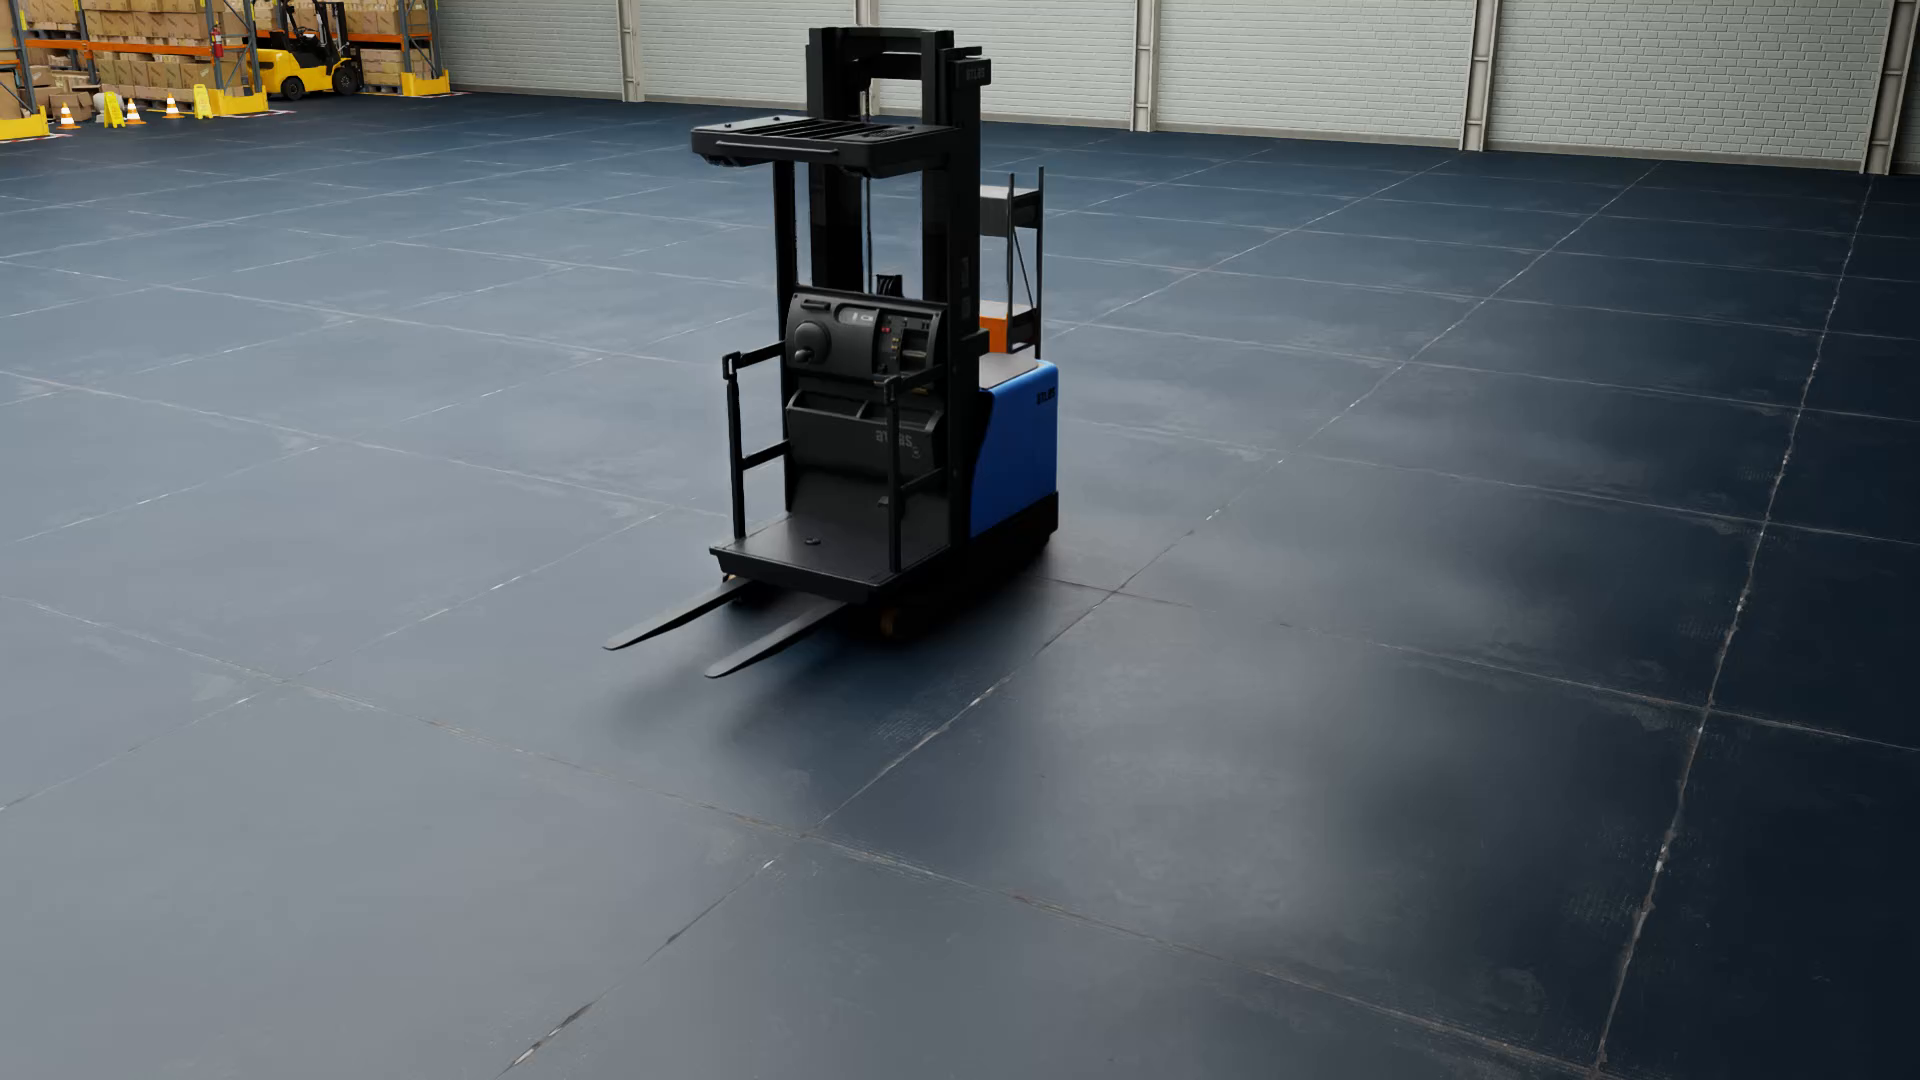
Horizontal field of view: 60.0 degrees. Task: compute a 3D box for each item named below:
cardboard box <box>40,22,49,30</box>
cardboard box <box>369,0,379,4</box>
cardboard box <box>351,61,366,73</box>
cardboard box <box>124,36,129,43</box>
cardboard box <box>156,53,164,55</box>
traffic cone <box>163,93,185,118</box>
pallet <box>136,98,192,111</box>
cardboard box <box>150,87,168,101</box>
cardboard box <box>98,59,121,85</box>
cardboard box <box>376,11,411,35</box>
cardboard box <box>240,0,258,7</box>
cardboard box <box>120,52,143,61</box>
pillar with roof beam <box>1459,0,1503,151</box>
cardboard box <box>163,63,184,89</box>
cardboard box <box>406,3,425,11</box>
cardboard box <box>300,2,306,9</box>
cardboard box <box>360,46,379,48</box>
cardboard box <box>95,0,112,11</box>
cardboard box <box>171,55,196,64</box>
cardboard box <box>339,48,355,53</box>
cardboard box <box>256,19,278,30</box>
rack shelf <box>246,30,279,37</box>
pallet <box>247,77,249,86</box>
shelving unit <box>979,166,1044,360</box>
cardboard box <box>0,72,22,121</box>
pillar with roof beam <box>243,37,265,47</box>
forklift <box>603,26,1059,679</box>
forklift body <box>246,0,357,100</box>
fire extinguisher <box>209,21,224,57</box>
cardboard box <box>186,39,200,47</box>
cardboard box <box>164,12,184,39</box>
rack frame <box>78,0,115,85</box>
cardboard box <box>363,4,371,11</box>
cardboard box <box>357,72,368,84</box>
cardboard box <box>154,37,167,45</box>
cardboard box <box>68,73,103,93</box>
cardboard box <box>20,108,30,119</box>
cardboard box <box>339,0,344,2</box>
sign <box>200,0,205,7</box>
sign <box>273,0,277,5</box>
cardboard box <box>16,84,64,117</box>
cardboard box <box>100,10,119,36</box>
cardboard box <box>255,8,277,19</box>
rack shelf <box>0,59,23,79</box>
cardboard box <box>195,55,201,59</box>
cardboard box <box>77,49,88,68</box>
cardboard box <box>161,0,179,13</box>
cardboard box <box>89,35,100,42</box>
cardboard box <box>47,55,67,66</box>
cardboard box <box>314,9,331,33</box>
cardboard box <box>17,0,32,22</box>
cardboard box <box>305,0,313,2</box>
[{"bbox_3d":[-19.346,-10.971,35.462,0.250,0.149,0.380,11,23,28],"label":"cardboard box"},{"bbox_3d":[-13.052,-12.134,37.383,0.250,0.149,0.380,11,23,28],"label":"cardboard box"},{"bbox_3d":[-13.636,-10.872,38.122,0.500,0.250,0.500,10,22,26],"label":"cardboard box"},{"bbox_3d":[-17.016,-10.351,34.370,0.250,0.149,0.380,11,23,27],"label":"cardboard box"},{"bbox_3d":[-19.623,-11.937,41.425,0.500,0.500,0.500,12,23,29],"label":"cardboard box"},{"bbox_3d":[-15.587,-8.595,32.881,0.334,0.463,0.336,11,23,27],"label":"traffic cone"},{"bbox_3d":[-16.401,-9.151,34.782,1.213,0.211,1.003,11,23,27],"label":"pallet"},{"bbox_3d":[-16.327,-9.233,34.336,0.500,0.250,0.500,10,22,25],"label":"cardboard box"},{"bbox_3d":[-17.691,-9.844,34.921,0.500,0.500,0.500,12,23,30],"label":"cardboard box"},{"bbox_3d":[-12.722,-11.629,37.378,0.500,0.500,0.500,10,22,26],"label":"cardboard box"},{"bbox_3d":[-16.780,-12.684,39.336,0.250,0.149,0.380,10,22,26],"label":"cardboard box"},{"bbox_3d":[-17.161,-10.025,34.470,0.250,0.149,0.380,12,23,29],"label":"cardboard box"},{"bbox_3d":[6.520,-9.510,22.885,0.400,9.000,9.100,11,23,27],"label":"pillar with roof beam"},{"bbox_3d":[-15.866,-9.499,33.969,0.500,0.500,0.500,12,23,29],"label":"cardboard box"},{"bbox_3d":[-12.334,-12.064,37.626,0.250,0.149,0.380,10,22,26],"label":"cardboard box"},{"bbox_3d":[-15.039,-12.387,38.515,0.250,0.149,0.380,11,23,27],"label":"cardboard box"},{"bbox_3d":[-13.805,-11.345,38.692,0.500,0.250,0.500,10,22,26],"label":"cardboard box"},{"bbox_3d":[-17.361,-11.193,34.274,0.500,0.500,0.700,11,23,28],"label":"cardboard box"},{"bbox_3d":[-15.762,-9.759,33.735,0.250,0.149,0.380,12,23,29],"label":"cardboard box"},{"bbox_3d":[-14.051,-11.188,38.258,0.500,0.250,0.500,10,22,26],"label":"cardboard box"},{"bbox_3d":[-16.224,-12.179,39.261,0.500,0.250,0.500,11,23,29],"label":"cardboard box"},{"bbox_3d":[-17.403,-12.238,40.259,4.000,0.370,1.077,11,23,27],"label":"rack shelf"},{"bbox_3d":[-16.319,-11.044,40.000,1.213,0.211,1.003,11,23,27],"label":"pallet"},{"bbox_3d":[0.174,-1.193,10.075,0.503,2.100,0.431,11,23,28],"label":"shelving unit"},{"bbox_3d":[-17.532,-7.901,29.748,0.875,0.875,0.875,11,23,28],"label":"cardboard box"},{"bbox_3d":[-19.670,-14.499,36.639,0.400,9.000,9.100,11,23,27],"label":"pillar with roof beam"},{"bbox_3d":[-0.613,-1.047,8.454,1.130,2.935,3.031,12,23,29],"label":"forklift"},{"bbox_3d":[-14.710,-10.952,36.902,1.214,2.155,2.313,11,23,27],"label":"forklift body"},{"bbox_3d":[-14.707,-9.907,32.892,0.183,0.674,0.296,11,23,27],"label":"fire extinguisher"},{"bbox_3d":[-15.288,-9.990,33.374,0.250,0.149,0.380,10,22,27],"label":"cardboard box"},{"bbox_3d":[-15.625,-10.380,33.498,0.500,0.500,0.500,11,23,27],"label":"cardboard box"},{"bbox_3d":[-18.074,-10.765,35.144,0.127,3.000,1.000,11,23,27],"label":"rack frame"},{"bbox_3d":[-13.249,-12.044,37.571,0.250,0.149,0.380,11,22,27],"label":"cardboard box"},{"bbox_3d":[-13.591,-10.639,38.211,0.500,0.250,0.500,11,23,28],"label":"cardboard box"},{"bbox_3d":[-16.164,-10.172,33.877,0.250,0.149,0.380,11,22,27],"label":"cardboard box"},{"bbox_3d":[-18.533,-9.814,35.759,0.625,0.372,0.950,11,23,28],"label":"cardboard box"},{"bbox_3d":[-18.001,-8.252,32.225,0.258,0.266,0.396,16,25,36],"label":"cardboard box"},{"bbox_3d":[-13.922,-12.320,37.896,0.250,0.149,0.380,11,23,28],"label":"cardboard box"},{"bbox_3d":[-14.870,-10.631,32.612,0.005,0.325,0.100,11,23,27],"label":"sign"},{"bbox_3d":[-15.913,-12.587,38.585,0.005,0.325,0.100,11,23,27],"label":"sign"},{"bbox_3d":[-18.171,-8.682,32.862,0.503,0.637,0.797,11,23,27],"label":"cardboard box"},{"bbox_3d":[-17.376,-10.719,34.434,0.500,0.500,0.500,11,23,27],"label":"cardboard box"},{"bbox_3d":[-16.210,-12.414,39.175,0.500,0.250,0.500,10,22,26],"label":"cardboard box"},{"bbox_3d":[-18.654,-8.604,30.241,4.000,0.370,1.077,11,23,27],"label":"rack shelf"},{"bbox_3d":[-18.611,-11.882,41.089,0.625,0.625,0.875,12,23,29],"label":"cardboard box"},{"bbox_3d":[-22.328,-12.449,42.835,0.500,0.500,0.500,12,23,30],"label":"cardboard box"},{"bbox_3d":[-15.573,-10.863,33.365,0.500,0.500,0.700,11,23,28],"label":"cardboard box"},{"bbox_3d":[-17.956,-10.499,34.779,0.250,0.149,0.380,11,23,27],"label":"cardboard box"},{"bbox_3d":[-23.582,-12.551,43.459,0.258,0.266,0.396,12,23,29],"label":"cardboard box"},{"bbox_3d":[-14.491,-11.973,38.328,0.500,0.500,0.500,11,22,27],"label":"cardboard box"},{"bbox_3d":[-19.928,-11.415,35.735,0.500,0.500,0.500,10,22,25],"label":"cardboard box"},{"bbox_3d":[-14.849,-12.464,38.293,0.250,0.149,0.380,11,23,28],"label":"cardboard box"}]
